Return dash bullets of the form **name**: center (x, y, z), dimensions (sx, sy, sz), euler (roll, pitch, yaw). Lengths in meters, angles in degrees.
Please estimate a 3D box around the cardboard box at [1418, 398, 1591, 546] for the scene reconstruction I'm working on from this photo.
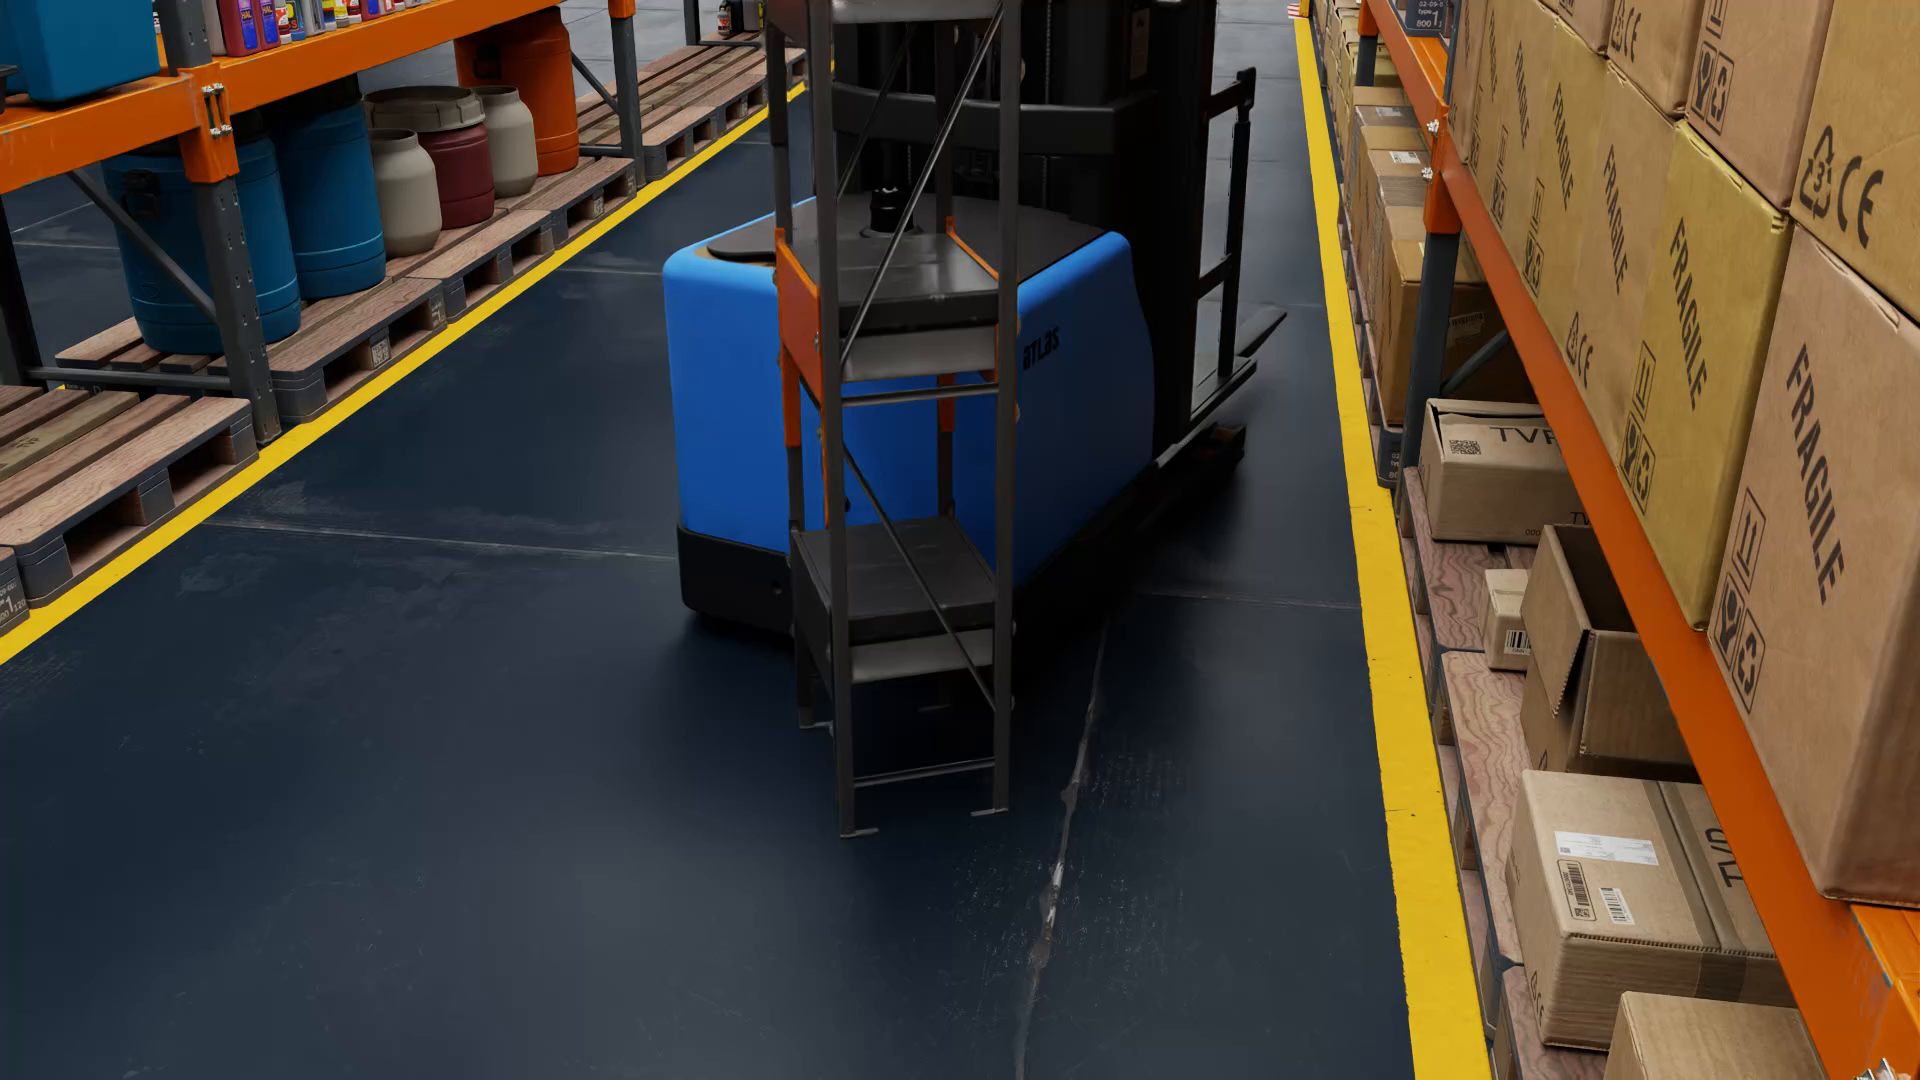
- **cardboard box**: center (1.629, -0.227, 4.850), dimensions (0.500, 0.311, 0.500), euler (4, 25, 9)

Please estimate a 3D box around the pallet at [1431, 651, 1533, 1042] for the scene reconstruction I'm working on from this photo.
- **pallet**: center (1.601, 0.656, 3.601), dimensions (1.003, 0.211, 1.213), euler (4, 25, 9)

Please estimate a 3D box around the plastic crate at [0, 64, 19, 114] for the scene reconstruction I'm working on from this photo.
- **plastic crate**: center (-2.893, -1.167, 4.459), dimensions (0.437, 0.125, 0.590), euler (4, 25, 9)

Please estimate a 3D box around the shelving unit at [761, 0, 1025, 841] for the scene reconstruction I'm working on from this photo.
- **shelving unit**: center (-0.147, -0.391, 3.609), dimensions (0.431, 2.100, 0.503), euler (-7, 26, -14)

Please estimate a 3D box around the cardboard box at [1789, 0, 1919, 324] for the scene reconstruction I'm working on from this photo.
- **cardboard box**: center (1.059, -0.437, 1.348), dimensions (0.500, 0.500, 0.500), euler (4, 25, 8)

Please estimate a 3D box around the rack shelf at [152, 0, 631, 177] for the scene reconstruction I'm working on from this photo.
- **rack shelf**: center (-2.648, -2.262, 7.392), dimensions (1.077, 0.370, 4.000), euler (4, 25, 9)

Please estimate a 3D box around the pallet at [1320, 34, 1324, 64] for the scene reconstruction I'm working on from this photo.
- **pallet**: center (3.390, -3.819, 13.160), dimensions (1.003, 0.211, 1.213), euler (4, 25, 9)

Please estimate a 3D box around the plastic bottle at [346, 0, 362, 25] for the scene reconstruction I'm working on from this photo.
- **plastic bottle**: center (-2.386, -2.109, 6.453), dimensions (0.097, 0.201, 0.097), euler (0, 25, 0)

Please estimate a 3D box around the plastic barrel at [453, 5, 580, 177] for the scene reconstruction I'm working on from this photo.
- **plastic barrel**: center (-2.385, -2.426, 8.958), dimensions (0.600, 0.830, 0.708), euler (4, 25, 9)

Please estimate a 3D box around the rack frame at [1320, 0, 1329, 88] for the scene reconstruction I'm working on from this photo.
- **rack frame**: center (3.218, -4.752, 11.864), dimensions (1.000, 3.000, 0.127), euler (4, 25, 9)

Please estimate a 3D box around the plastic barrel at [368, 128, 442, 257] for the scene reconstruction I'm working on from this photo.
- **plastic barrel**: center (-2.573, -1.567, 7.499), dimensions (0.421, 0.512, 0.421), euler (0, 25, 0)

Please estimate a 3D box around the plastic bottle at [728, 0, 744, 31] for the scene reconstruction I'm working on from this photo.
- **plastic bottle**: center (-1.847, -4.386, 13.687), dimensions (0.144, 0.351, 0.185), euler (3, 25, 7)

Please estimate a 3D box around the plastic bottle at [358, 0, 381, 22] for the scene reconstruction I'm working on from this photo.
- **plastic bottle**: center (-2.349, -2.194, 6.536), dimensions (0.061, 0.283, 0.133), euler (4, 25, 9)

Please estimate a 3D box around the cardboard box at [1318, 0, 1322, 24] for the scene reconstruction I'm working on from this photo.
- **cardboard box**: center (3.318, -4.534, 14.146), dimensions (0.500, 0.250, 0.500), euler (4, 25, 9)

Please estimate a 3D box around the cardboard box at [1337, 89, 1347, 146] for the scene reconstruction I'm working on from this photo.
- **cardboard box**: center (2.491, -2.477, 9.752), dimensions (0.500, 0.250, 0.500), euler (4, 25, 8)

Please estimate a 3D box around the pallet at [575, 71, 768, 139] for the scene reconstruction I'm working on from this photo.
- **pallet**: center (-1.955, -2.991, 11.391), dimensions (1.003, 0.211, 1.213), euler (4, 25, 9)

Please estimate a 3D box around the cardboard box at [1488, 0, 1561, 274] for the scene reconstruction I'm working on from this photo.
- **cardboard box**: center (1.394, -0.834, 3.375), dimensions (0.500, 0.500, 0.500), euler (4, 25, 8)

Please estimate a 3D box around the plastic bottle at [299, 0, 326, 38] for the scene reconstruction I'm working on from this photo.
- **plastic bottle**: center (-2.464, -2.015, 6.163), dimensions (0.152, 0.276, 0.135), euler (4, 25, 9)

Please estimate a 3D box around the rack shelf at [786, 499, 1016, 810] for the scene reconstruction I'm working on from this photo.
- **rack shelf**: center (-0.147, 0.255, 3.911), dimensions (0.431, 0.518, 0.480), euler (-7, 26, -14)

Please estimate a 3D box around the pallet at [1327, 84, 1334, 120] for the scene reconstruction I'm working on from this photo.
- **pallet**: center (3.136, -3.179, 11.792), dimensions (1.003, 0.211, 1.213), euler (4, 25, 9)

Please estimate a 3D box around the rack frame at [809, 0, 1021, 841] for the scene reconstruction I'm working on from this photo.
- **rack frame**: center (-0.080, -0.292, 3.396), dimensions (0.400, 2.100, 0.015), euler (-7, 26, -14)

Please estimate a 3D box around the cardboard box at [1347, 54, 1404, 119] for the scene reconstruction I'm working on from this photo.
- **cardboard box**: center (2.407, -2.514, 9.170), dimensions (0.500, 0.311, 0.500), euler (5, 25, 10)

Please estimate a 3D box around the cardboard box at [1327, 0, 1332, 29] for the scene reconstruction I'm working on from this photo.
- **cardboard box**: center (2.905, -3.796, 11.907), dimensions (0.500, 0.311, 0.500), euler (4, 25, 9)

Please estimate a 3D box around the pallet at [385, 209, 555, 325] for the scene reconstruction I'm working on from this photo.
- **pallet**: center (-2.611, -1.320, 7.821), dimensions (1.003, 0.211, 1.213), euler (4, 25, 9)

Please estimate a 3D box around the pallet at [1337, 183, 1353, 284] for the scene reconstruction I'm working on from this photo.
- **pallet**: center (2.405, -1.507, 8.220), dimensions (1.003, 0.211, 1.213), euler (4, 25, 9)

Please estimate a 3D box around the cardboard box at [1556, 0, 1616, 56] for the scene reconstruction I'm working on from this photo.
- **cardboard box**: center (1.304, -1.080, 2.722), dimensions (0.500, 0.500, 0.500), euler (5, 26, 10)

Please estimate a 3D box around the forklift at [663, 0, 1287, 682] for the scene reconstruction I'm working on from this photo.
- **forklift**: center (0.331, -1.552, 5.108), dimensions (1.130, 2.935, 3.031), euler (12, 28, 24)

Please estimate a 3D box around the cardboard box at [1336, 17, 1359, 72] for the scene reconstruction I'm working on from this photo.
- **cardboard box**: center (2.655, -3.153, 10.533), dimensions (0.500, 0.311, 0.500), euler (5, 25, 10)

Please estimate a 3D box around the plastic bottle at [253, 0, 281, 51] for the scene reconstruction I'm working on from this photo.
- **plastic bottle**: center (-2.473, -1.878, 5.861), dimensions (0.061, 0.283, 0.133), euler (4, 25, 9)

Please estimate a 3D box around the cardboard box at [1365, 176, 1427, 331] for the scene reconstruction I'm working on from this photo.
- **cardboard box**: center (1.880, -1.116, 6.525), dimensions (0.500, 0.500, 0.500), euler (4, 25, 9)

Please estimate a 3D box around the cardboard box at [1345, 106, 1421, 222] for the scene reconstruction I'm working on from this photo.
- **cardboard box**: center (2.128, -1.757, 7.894), dimensions (0.500, 0.500, 0.500), euler (3, 25, 7)

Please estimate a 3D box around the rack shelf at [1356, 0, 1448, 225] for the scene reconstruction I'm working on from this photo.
- **rack shelf**: center (2.238, -1.917, 6.656), dimensions (1.077, 0.370, 4.000), euler (4, 25, 9)

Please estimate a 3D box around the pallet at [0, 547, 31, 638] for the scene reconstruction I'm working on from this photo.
- **pallet**: center (-3.254, 0.334, 4.288), dimensions (1.003, 0.211, 1.213), euler (4, 25, 9)

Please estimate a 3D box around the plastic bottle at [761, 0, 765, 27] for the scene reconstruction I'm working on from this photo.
- **plastic bottle**: center (-1.665, -4.433, 13.875), dimensions (0.152, 0.276, 0.135), euler (4, 25, 9)

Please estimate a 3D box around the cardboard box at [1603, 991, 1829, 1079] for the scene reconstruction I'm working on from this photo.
- **cardboard box**: center (1.103, 0.955, 2.101), dimensions (0.500, 0.500, 0.500), euler (4, 25, 9)

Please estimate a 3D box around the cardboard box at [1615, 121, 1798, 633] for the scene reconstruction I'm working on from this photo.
- **cardboard box**: center (1.143, -0.202, 2.026), dimensions (0.500, 0.500, 0.500), euler (4, 25, 9)

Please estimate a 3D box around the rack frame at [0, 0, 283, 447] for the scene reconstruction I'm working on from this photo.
- **rack frame**: center (-2.975, -1.751, 5.453), dimensions (1.000, 3.000, 0.127), euler (4, 25, 9)

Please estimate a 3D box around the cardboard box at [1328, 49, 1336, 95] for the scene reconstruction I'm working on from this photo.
- **cardboard box**: center (2.741, -3.115, 11.115), dimensions (0.500, 0.250, 0.500), euler (3, 25, 7)

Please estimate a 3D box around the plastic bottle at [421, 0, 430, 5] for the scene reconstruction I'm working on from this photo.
- **plastic bottle**: center (-2.289, -2.391, 6.971), dimensions (0.097, 0.271, 0.097), euler (0, 25, 0)

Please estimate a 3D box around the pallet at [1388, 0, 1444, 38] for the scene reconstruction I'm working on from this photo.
- **pallet**: center (2.251, -2.179, 6.593), dimensions (1.003, 0.211, 1.213), euler (4, 25, 9)
